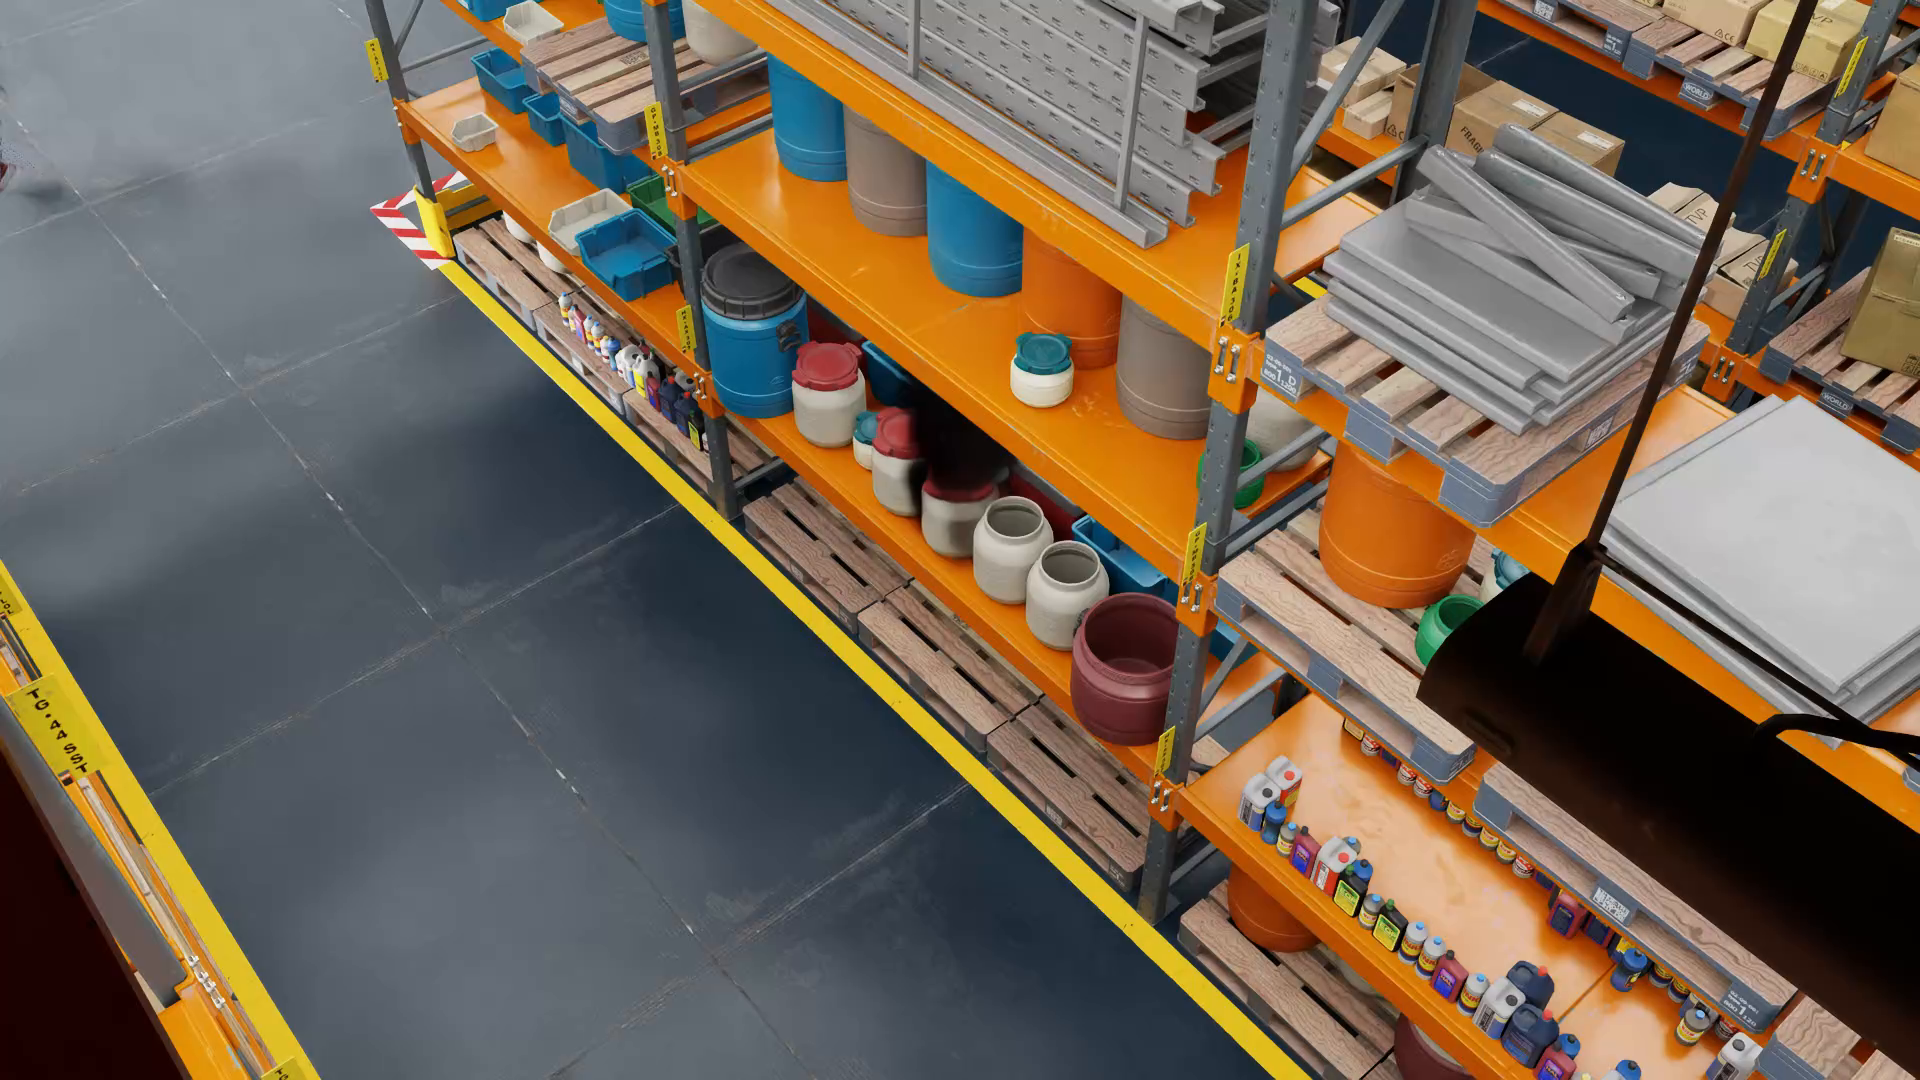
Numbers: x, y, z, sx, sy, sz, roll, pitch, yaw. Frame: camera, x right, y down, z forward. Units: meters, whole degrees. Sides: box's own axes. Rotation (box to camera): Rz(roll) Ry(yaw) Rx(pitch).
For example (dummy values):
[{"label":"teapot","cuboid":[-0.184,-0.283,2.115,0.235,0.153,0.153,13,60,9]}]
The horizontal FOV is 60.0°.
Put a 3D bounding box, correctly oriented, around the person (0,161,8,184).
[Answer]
[{"label":"person","cuboid":[-8.192,-3.423,13.069,0.936,1.638,0.605,-7,47,-7]}]
